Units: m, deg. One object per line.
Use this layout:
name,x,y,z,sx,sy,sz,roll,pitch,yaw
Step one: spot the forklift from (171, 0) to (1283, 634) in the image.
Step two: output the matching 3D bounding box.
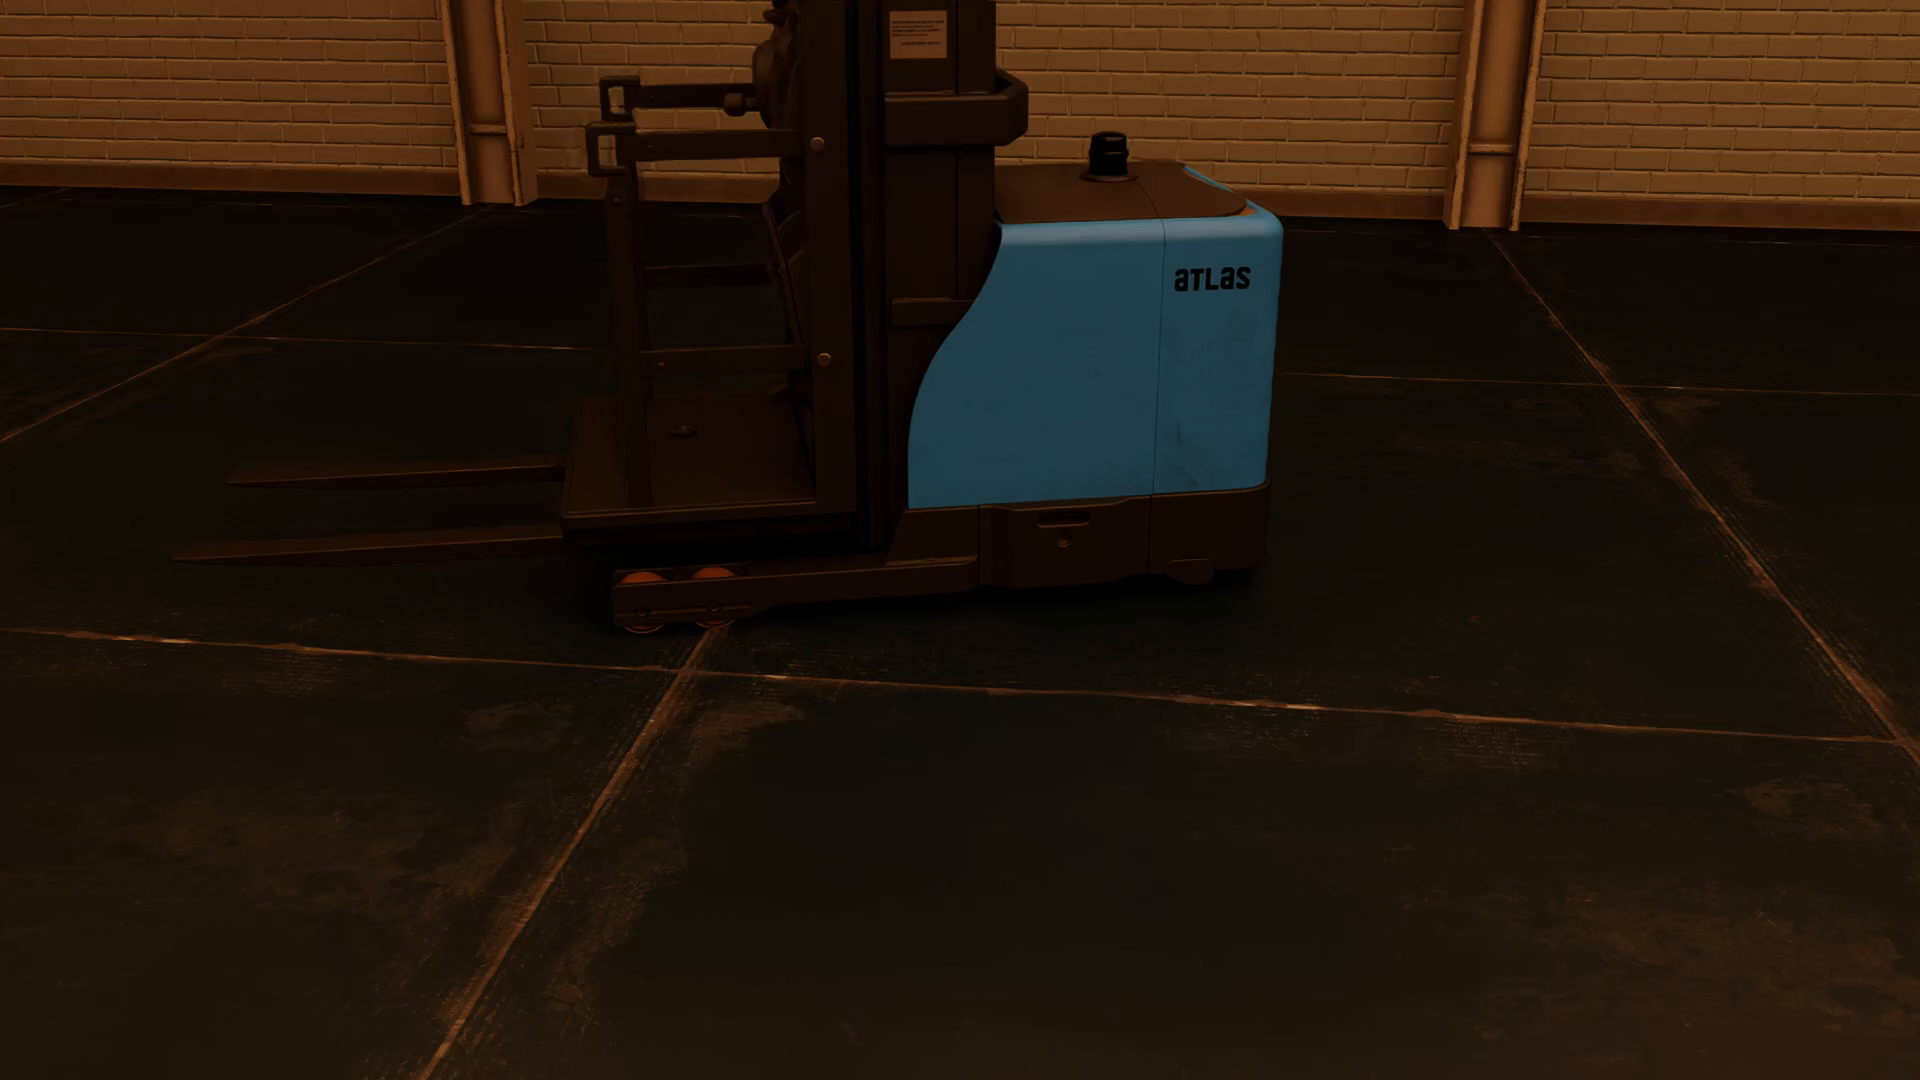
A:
forklift,-0.673,-1.316,4.521,3.031,2.935,1.130,-4,22,-9
